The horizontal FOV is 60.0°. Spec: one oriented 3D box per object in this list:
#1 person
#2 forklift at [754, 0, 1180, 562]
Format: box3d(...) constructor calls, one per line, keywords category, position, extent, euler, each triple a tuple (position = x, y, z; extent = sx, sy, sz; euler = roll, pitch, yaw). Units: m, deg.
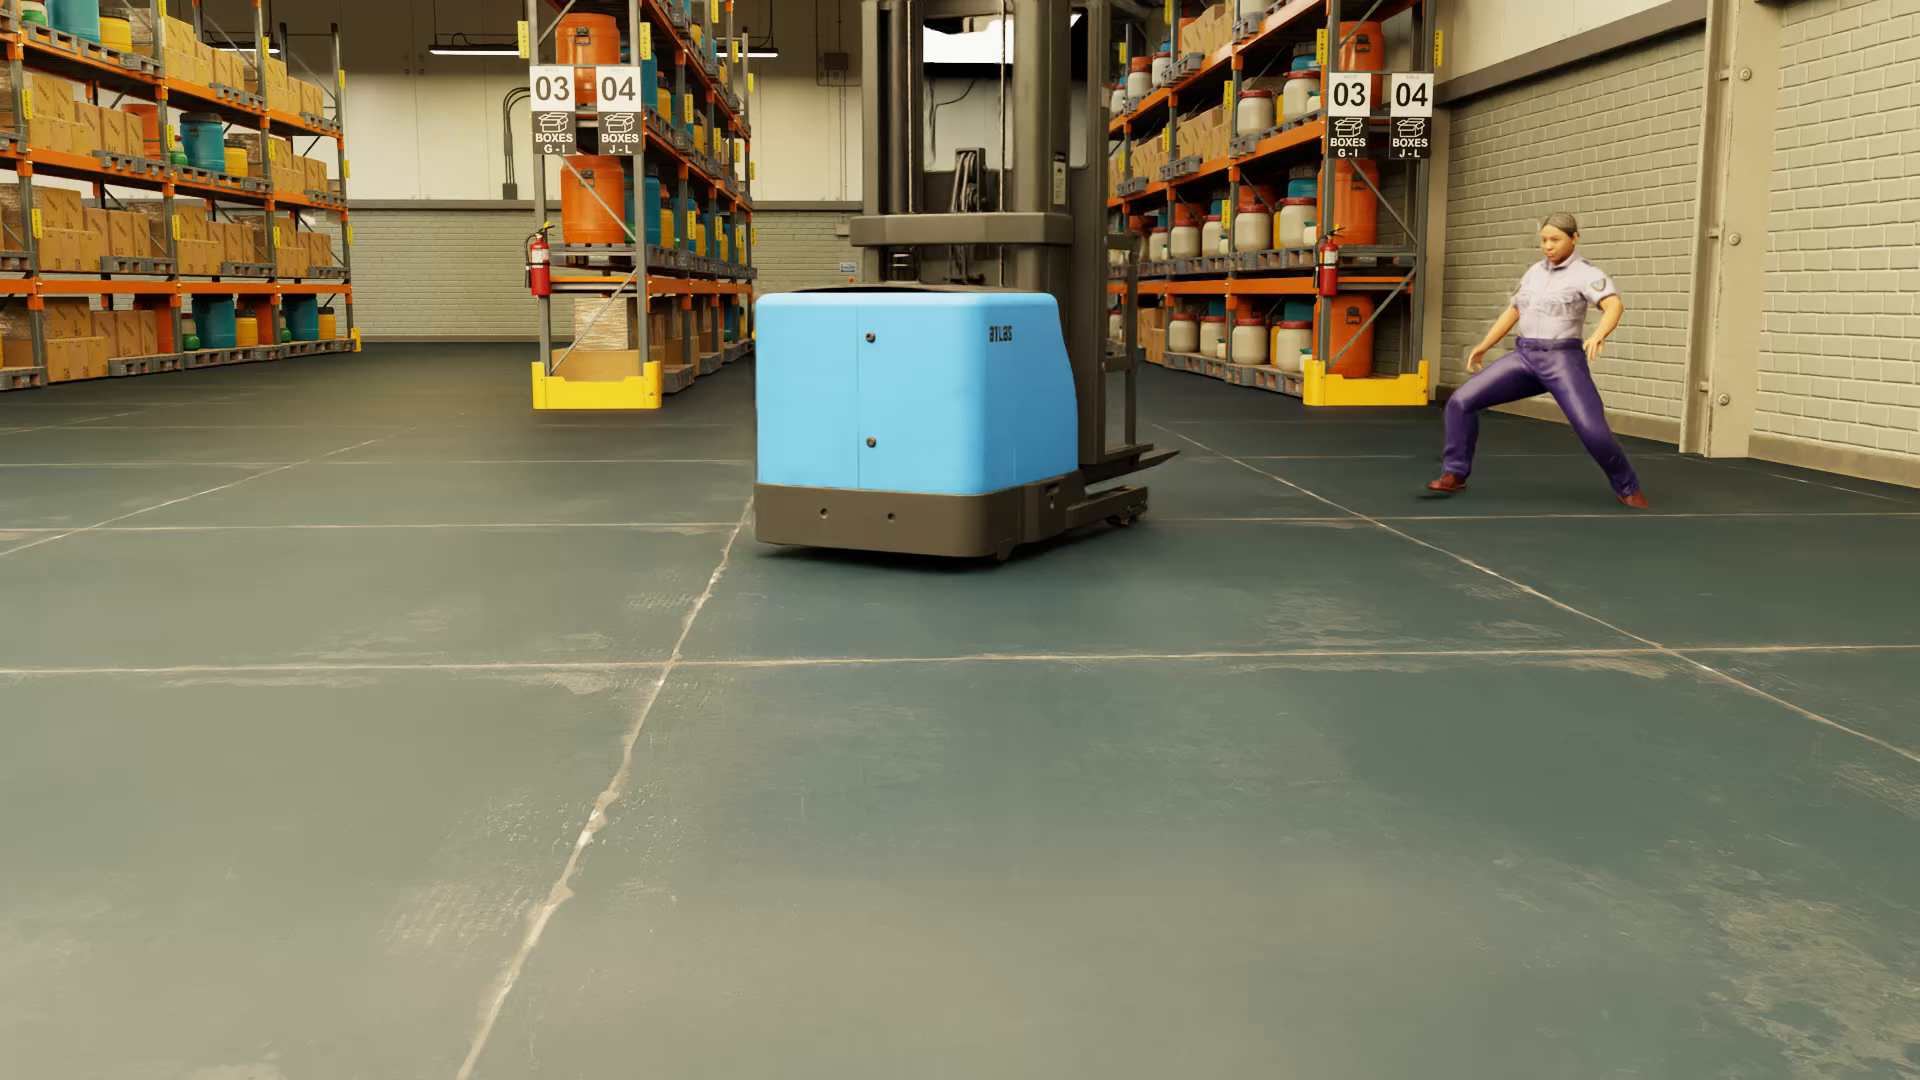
box3d(category="person", position=(3.027, -0.914, 8.560), extent=(0.818, 1.525, 0.939), euler=(-5, 10, -31))
box3d(category="forklift", position=(0.248, -1.540, 7.705), extent=(1.130, 2.935, 3.031), euler=(4, 9, 25))
